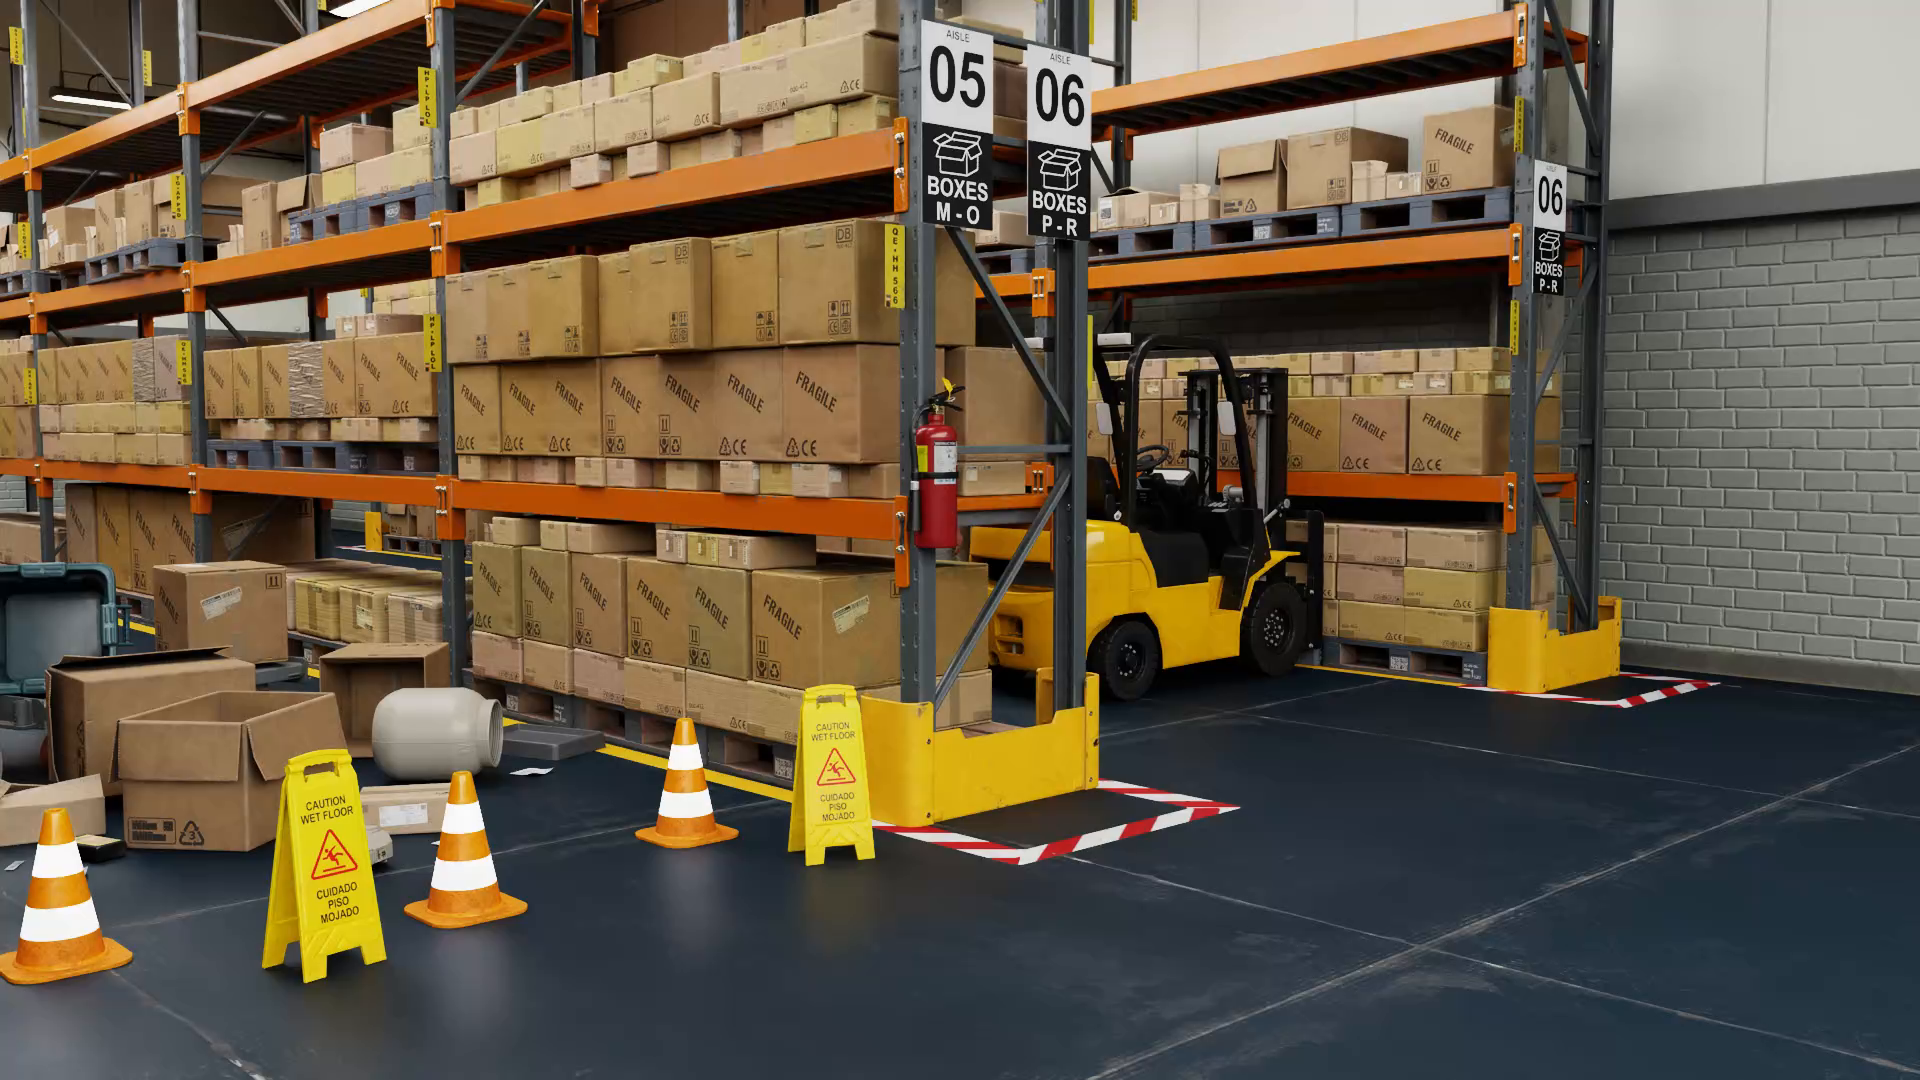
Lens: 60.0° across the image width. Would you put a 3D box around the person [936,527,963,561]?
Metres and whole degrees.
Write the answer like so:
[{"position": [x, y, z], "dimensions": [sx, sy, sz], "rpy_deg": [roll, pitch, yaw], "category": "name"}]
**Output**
[{"position": [-0.228, -0.053, 11.495], "dimensions": [0.439, 1.747, 0.585], "rpy_deg": [-4, 5, -44], "category": "person"}]
